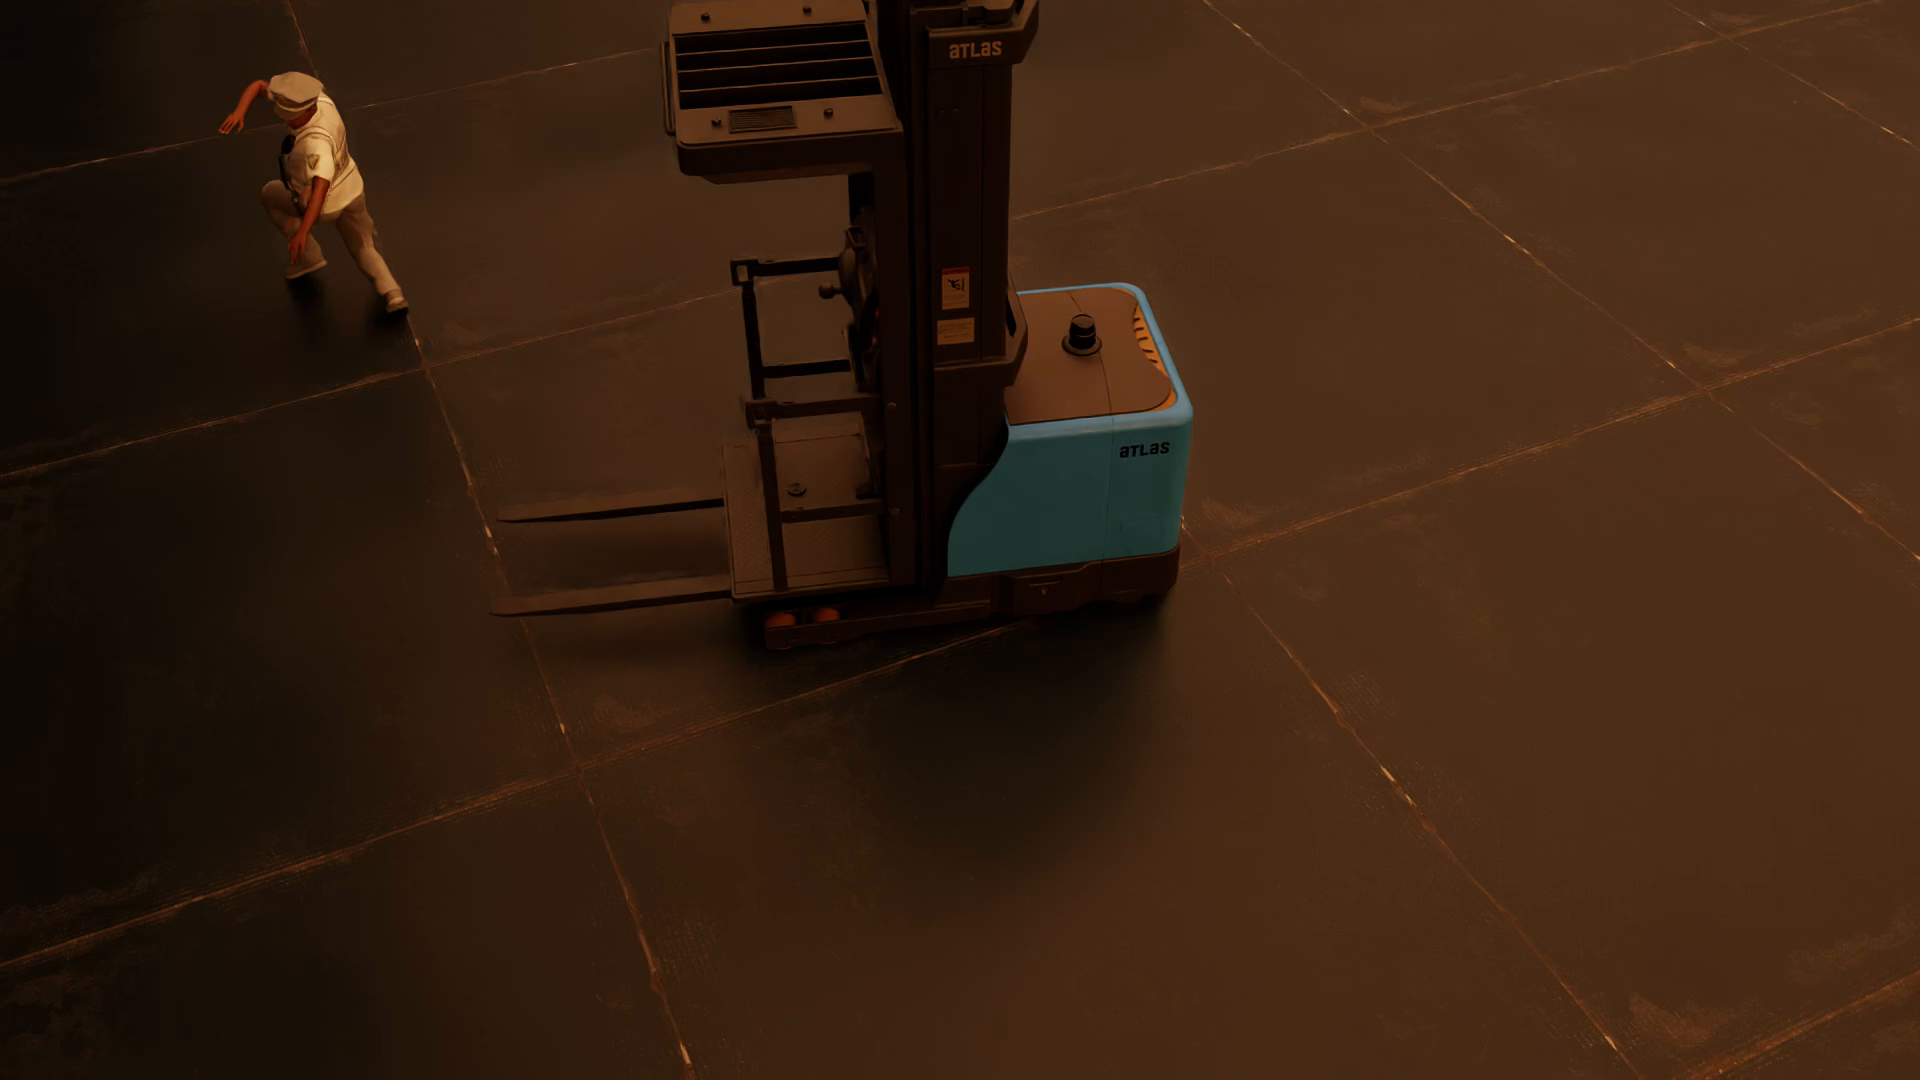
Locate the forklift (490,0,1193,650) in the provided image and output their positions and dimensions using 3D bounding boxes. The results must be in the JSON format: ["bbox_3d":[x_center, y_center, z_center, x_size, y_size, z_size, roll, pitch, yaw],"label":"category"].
[{"bbox_3d":[-0.584,-0.978,6.728,3.031,2.935,1.130,-6,43,-7],"label":"forklift"}]

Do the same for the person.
[{"bbox_3d":[-3.477,-1.749,8.703,0.953,1.386,0.853,17,46,17],"label":"person"}]
